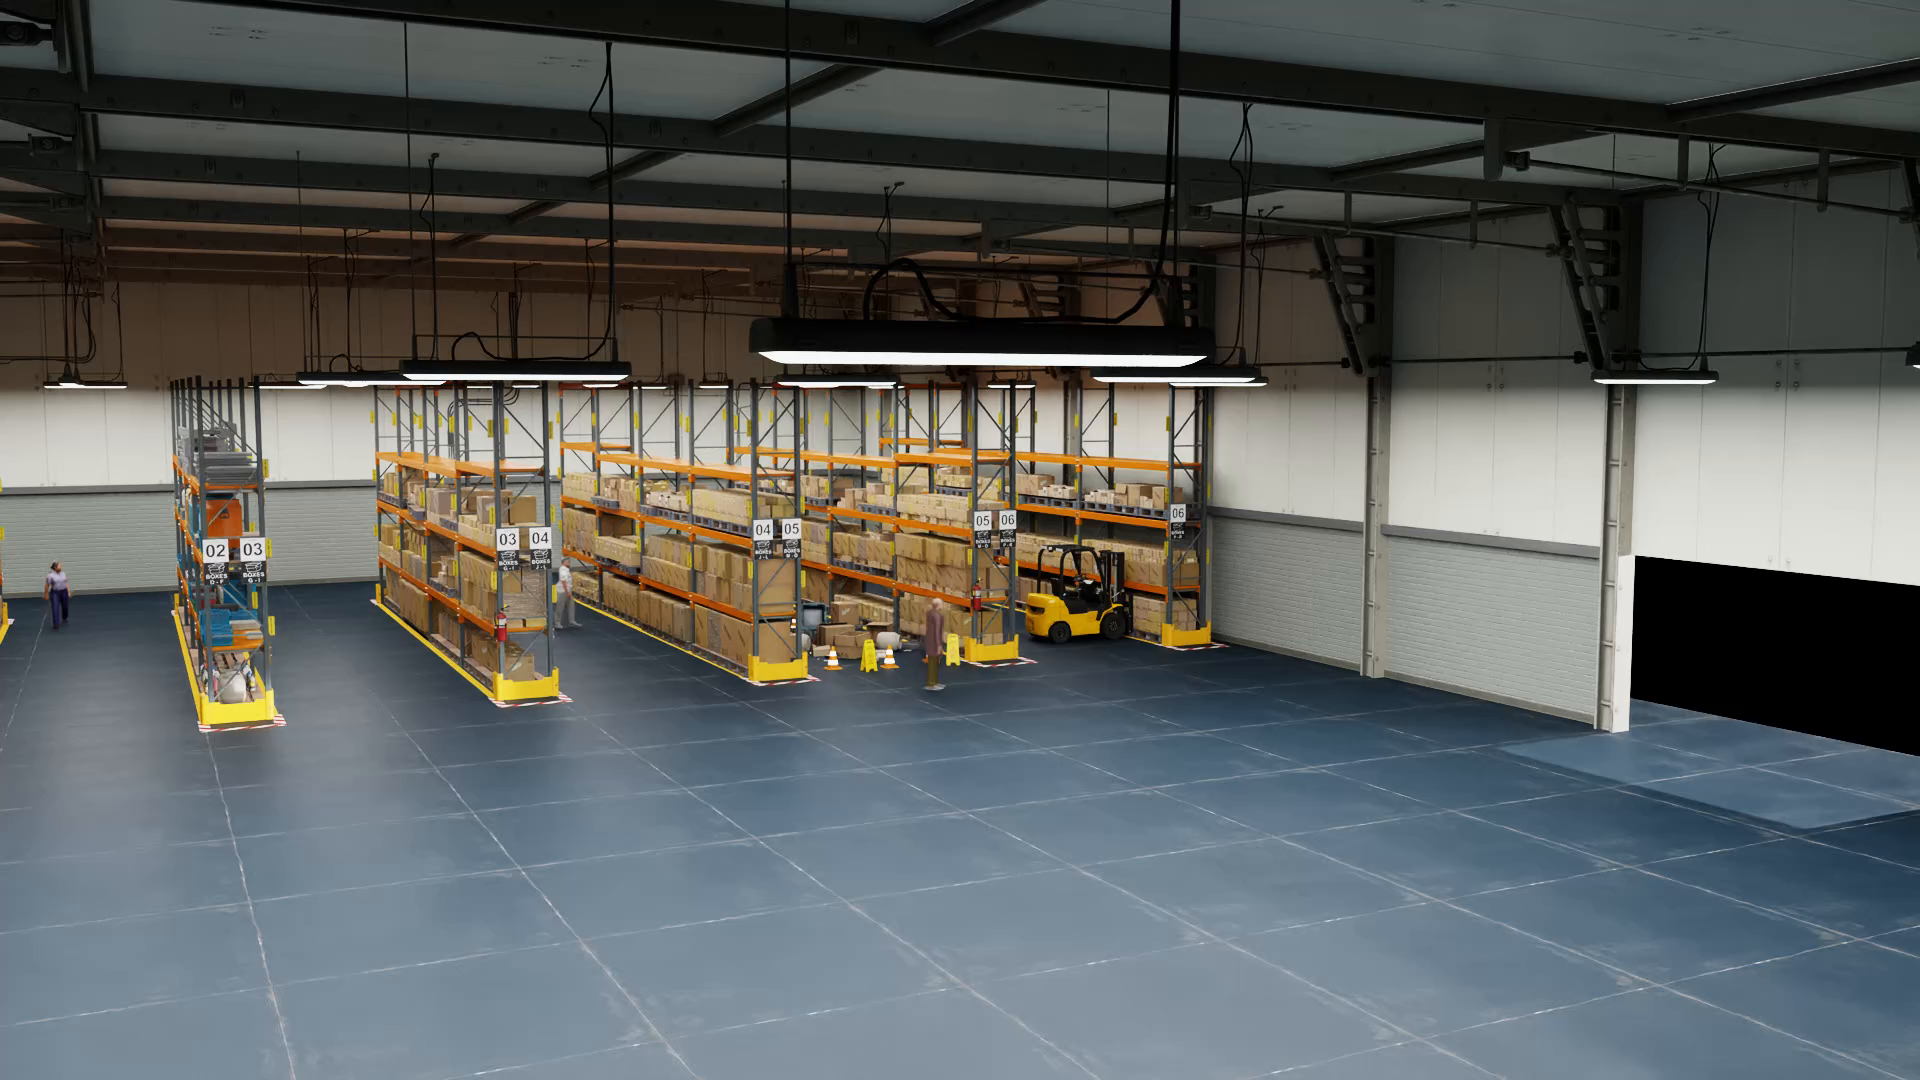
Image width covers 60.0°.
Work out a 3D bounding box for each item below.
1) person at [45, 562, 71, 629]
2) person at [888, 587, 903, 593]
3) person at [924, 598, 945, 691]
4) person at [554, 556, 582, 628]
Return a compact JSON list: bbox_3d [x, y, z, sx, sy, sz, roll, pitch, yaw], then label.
[{"bbox_3d":[-21.969,1.418,40.476,0.554,1.407,0.952,-3,6,-32],"label":"person"},{"bbox_3d":[-1.837,0.644,47.333,0.595,1.727,0.417,3,6,28],"label":"person"},{"bbox_3d":[-0.461,1.997,31.962,0.446,1.792,0.609,-1,5,-15],"label":"person"},{"bbox_3d":[-9.571,1.267,40.354,0.627,1.745,0.585,1,5,10],"label":"person"}]
